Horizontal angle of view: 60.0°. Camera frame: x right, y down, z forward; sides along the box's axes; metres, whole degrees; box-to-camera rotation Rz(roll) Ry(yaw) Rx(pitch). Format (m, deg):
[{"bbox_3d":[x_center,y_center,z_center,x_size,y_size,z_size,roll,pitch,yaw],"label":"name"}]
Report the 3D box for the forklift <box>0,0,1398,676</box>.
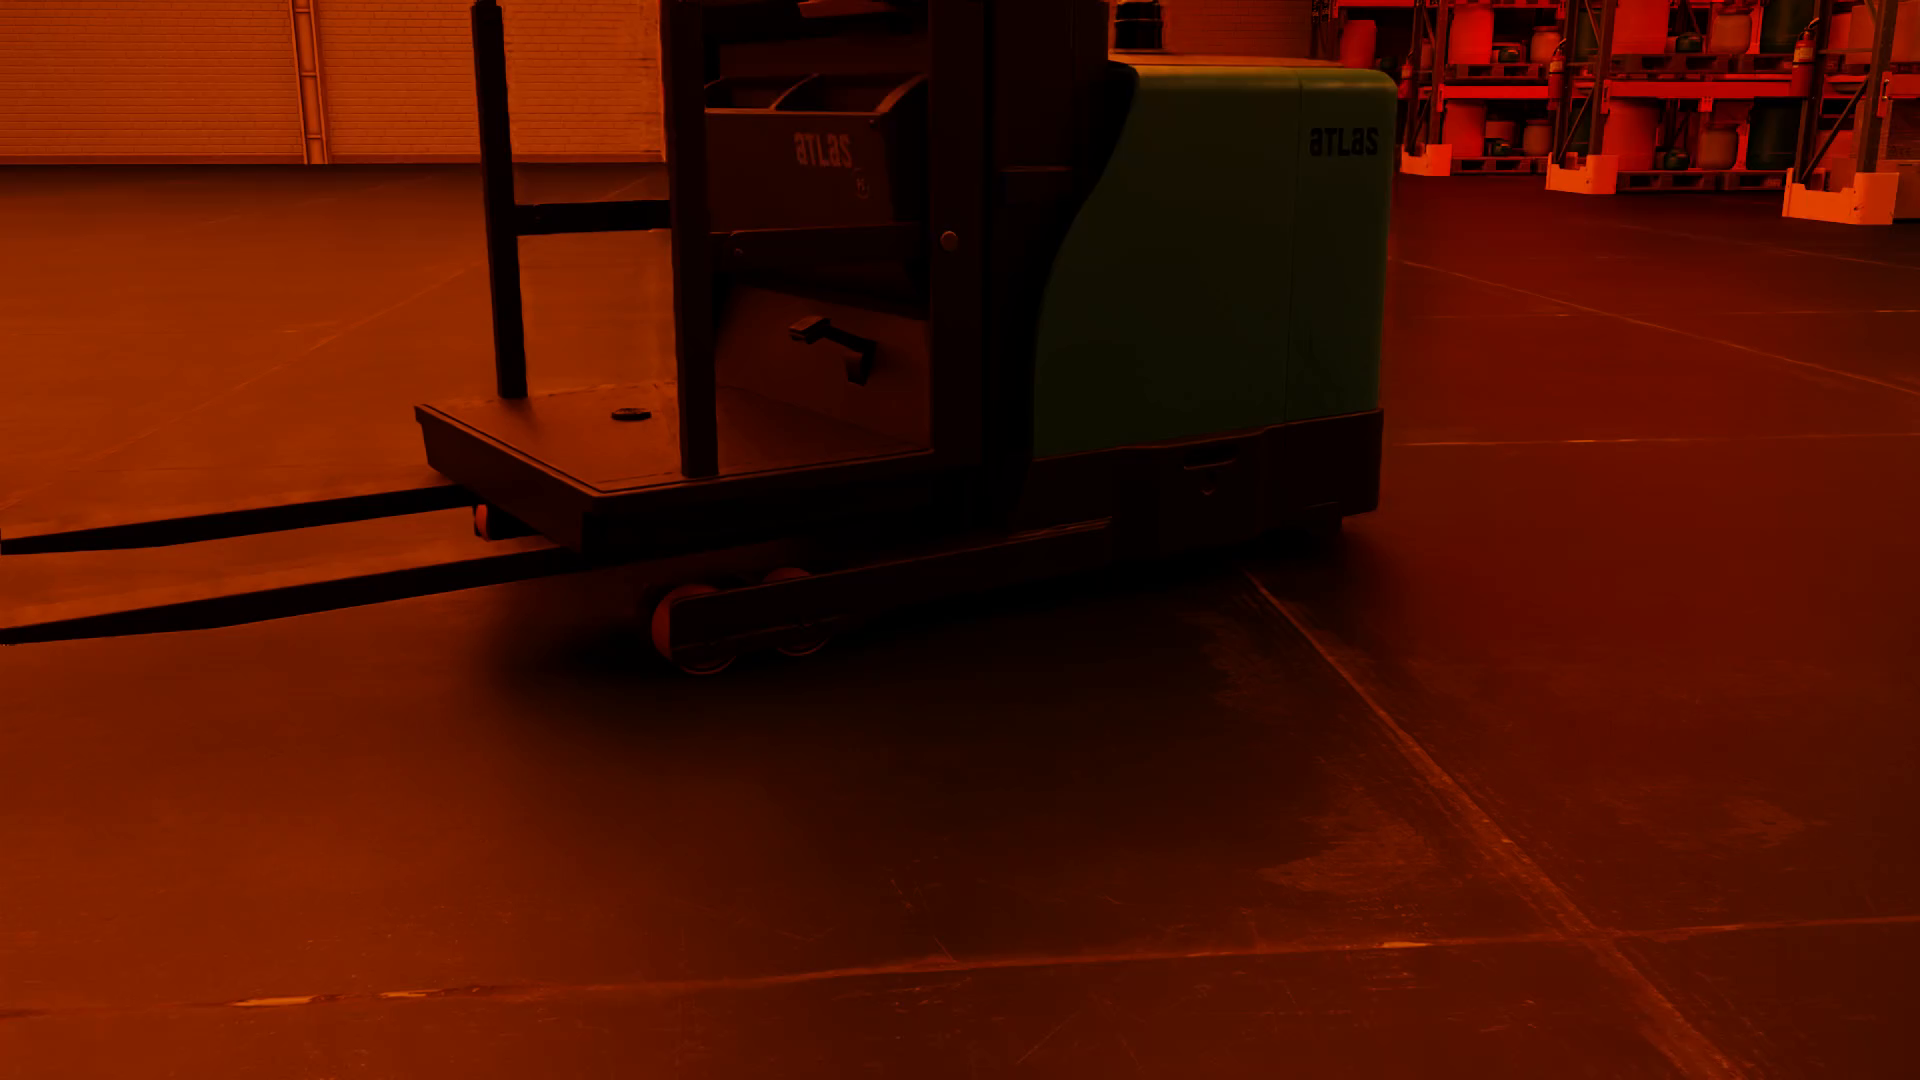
[{"bbox_3d":[-0.514,-1.325,3.210,3.031,2.935,1.130,-10,18,-32],"label":"forklift"}]
